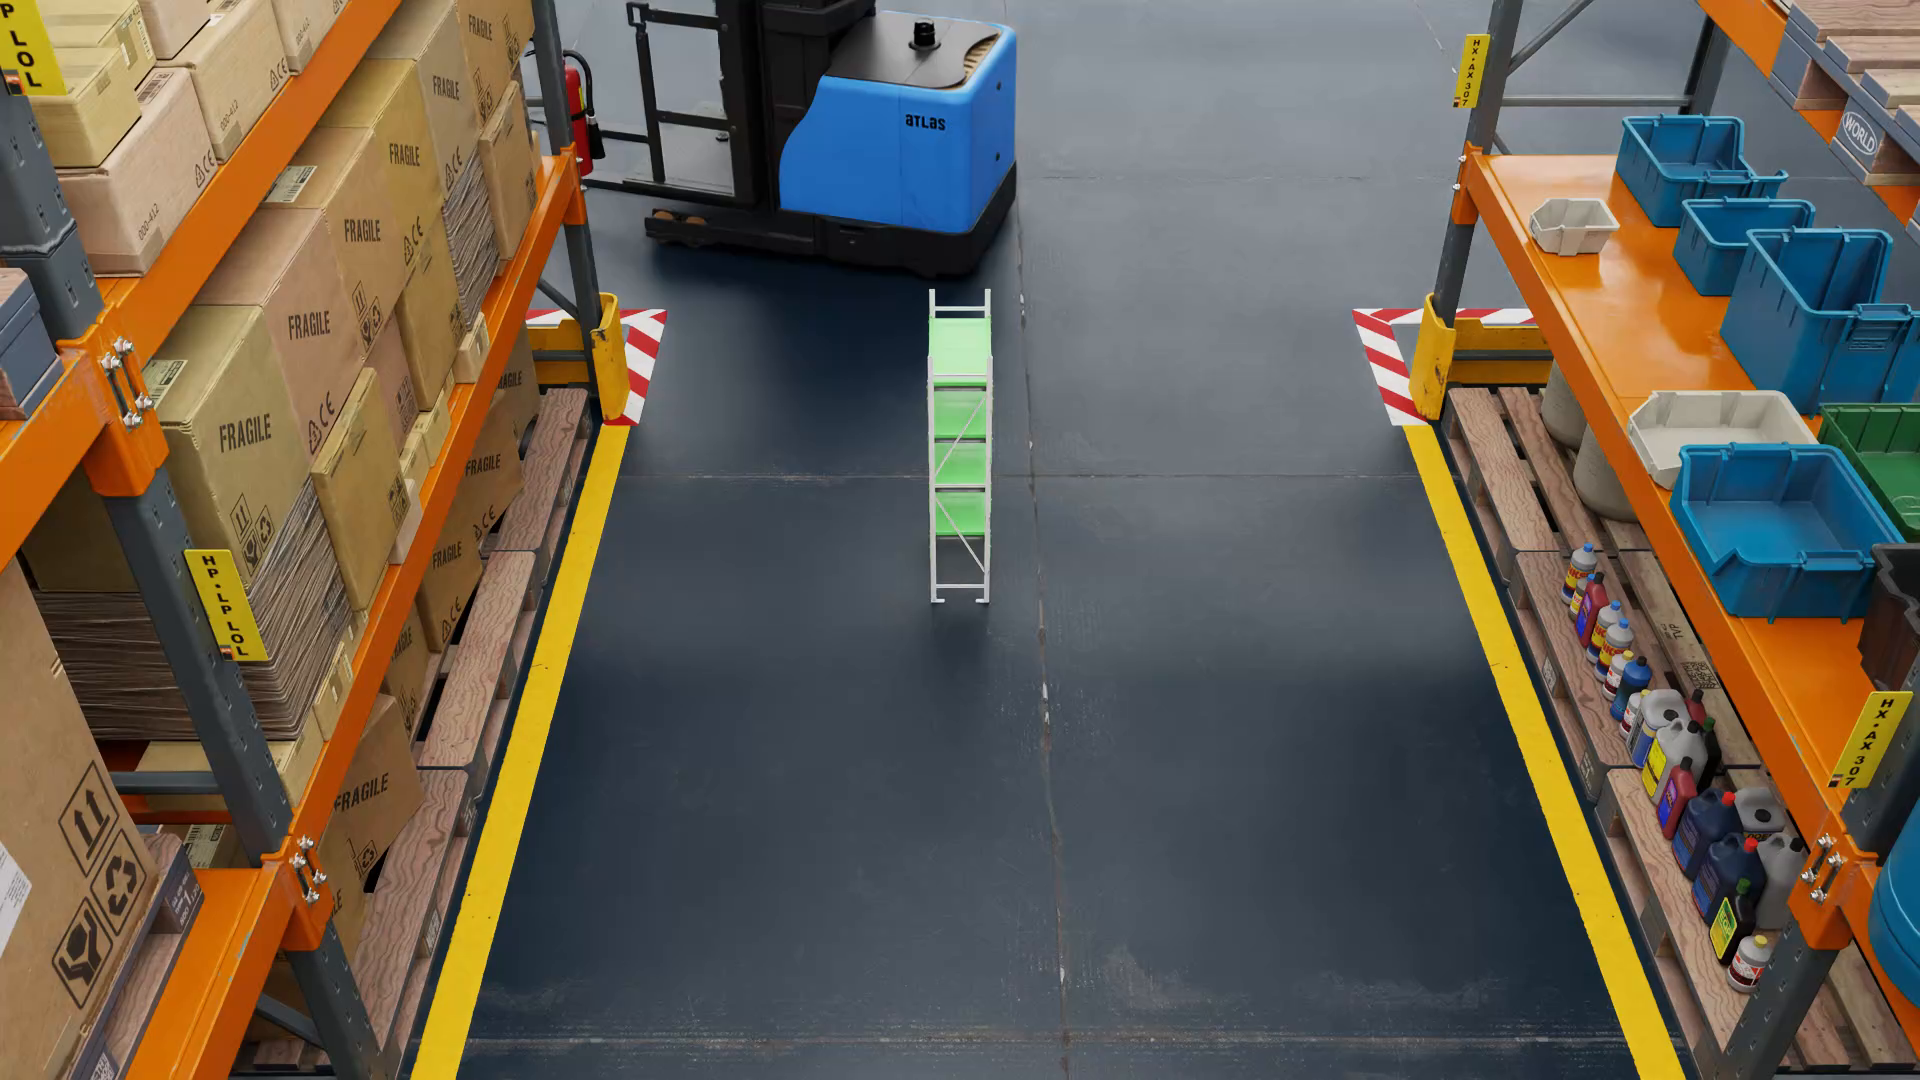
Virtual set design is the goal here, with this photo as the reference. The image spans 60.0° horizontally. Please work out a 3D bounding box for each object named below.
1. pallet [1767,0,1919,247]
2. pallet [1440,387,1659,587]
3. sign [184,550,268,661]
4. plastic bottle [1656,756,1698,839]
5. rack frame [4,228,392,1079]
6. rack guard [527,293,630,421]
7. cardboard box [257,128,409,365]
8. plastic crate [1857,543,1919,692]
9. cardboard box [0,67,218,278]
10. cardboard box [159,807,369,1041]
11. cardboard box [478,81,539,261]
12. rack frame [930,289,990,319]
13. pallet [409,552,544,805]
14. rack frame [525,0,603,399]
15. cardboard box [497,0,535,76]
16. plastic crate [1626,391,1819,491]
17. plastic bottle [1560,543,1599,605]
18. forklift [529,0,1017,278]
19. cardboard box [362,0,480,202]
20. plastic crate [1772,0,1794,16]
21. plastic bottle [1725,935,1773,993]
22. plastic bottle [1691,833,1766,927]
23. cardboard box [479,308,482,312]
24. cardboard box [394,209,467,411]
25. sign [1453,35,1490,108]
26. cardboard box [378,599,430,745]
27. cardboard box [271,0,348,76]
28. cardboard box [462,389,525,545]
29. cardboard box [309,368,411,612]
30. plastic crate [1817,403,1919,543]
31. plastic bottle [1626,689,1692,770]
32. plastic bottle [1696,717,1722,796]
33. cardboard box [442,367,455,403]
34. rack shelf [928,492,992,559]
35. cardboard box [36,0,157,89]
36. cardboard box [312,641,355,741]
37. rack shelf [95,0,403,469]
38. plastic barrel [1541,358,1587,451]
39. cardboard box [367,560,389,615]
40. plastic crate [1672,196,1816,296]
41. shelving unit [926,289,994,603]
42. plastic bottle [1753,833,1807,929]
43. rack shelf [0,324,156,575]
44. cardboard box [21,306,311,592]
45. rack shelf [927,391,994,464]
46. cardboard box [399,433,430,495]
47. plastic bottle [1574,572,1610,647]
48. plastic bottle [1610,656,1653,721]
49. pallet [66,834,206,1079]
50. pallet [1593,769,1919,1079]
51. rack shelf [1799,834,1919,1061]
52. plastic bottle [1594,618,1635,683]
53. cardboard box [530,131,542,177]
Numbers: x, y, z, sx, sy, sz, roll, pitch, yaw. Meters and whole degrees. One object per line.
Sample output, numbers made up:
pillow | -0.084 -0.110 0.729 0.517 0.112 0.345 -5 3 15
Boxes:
pallet | 2.652 -0.947 3.786 1.213 0.211 1.003 0 39 0
pallet | 2.788 -0.257 7.402 1.003 0.211 1.213 0 39 0
sign | -1.648 0.150 3.739 0.100 0.325 0.005 0 39 0
plastic bottle | 2.419 0.865 5.593 0.061 0.283 0.133 2 39 3
rack frame | -2.203 0.604 4.097 1.000 3.000 0.127 0 39 0
rack guard | -2.207 -0.874 7.941 1.175 0.500 0.348 0 39 0
cardboard box | -1.951 -0.848 4.792 0.500 0.500 0.500 0 39 0
plastic crate | 2.877 0.297 4.530 0.767 0.338 0.504 0 39 0
cardboard box | -1.947 -0.789 3.558 0.500 0.250 0.500 -1 39 -2
cardboard box | -2.163 1.166 5.060 0.500 0.500 0.500 -1 39 -1
cardboard box | -2.114 -1.396 6.275 0.875 0.500 0.500 0 39 0
rack frame | 0.000 -0.517 6.936 0.240 1.200 0.015 0 39 0
pallet | -2.243 0.508 6.448 1.003 0.211 1.213 0 39 0
rack frame | -2.208 -1.897 7.219 1.000 3.000 0.127 0 39 0
cardboard box | -1.960 -2.099 6.353 0.500 0.500 0.500 0 39 0
plastic crate | 2.495 -0.312 5.451 0.530 0.136 0.437 0 39 0
plastic bottle | 2.436 0.126 6.524 0.097 0.271 0.097 0 39 0
forklift | -1.253 -3.082 8.752 3.031 2.935 1.130 11 40 13
cardboard box | -1.955 -1.473 5.572 0.500 0.500 0.500 0 39 0
plastic crate | 2.344 -1.470 4.498 0.243 0.136 0.396 0 39 0
plastic bottle | 2.438 1.294 5.122 0.097 0.201 0.097 0 39 0
plastic bottle | 2.461 1.060 5.295 0.144 0.351 0.185 -1 39 -1
cardboard box | -1.983 -0.839 6.100 0.380 0.149 0.250 0 39 0
cardboard box | -2.168 -0.770 5.495 0.875 0.500 0.500 0 39 0
sign | 2.195 -2.011 7.140 0.100 0.325 0.005 0 39 0
cardboard box | -2.251 0.419 5.991 0.500 0.500 0.500 -3 39 -4
cardboard box | -1.943 -1.431 4.358 0.500 0.250 0.500 -1 39 -2
cardboard box | -2.189 -0.321 6.915 0.500 0.500 0.500 10 40 12
cardboard box | -2.107 -0.145 4.714 0.875 0.500 0.500 0 39 0
plastic crate | 3.031 -0.166 5.228 0.450 0.188 0.662 0 39 0
plastic bottle | 2.464 0.666 5.847 0.152 0.276 0.135 1 39 1
plastic bottle | 2.563 0.748 5.738 0.061 0.283 0.133 0 39 0
cardboard box | -1.963 -0.527 5.710 0.380 0.149 0.250 0 39 0
rack shelf | 0.000 -0.128 6.936 0.258 0.148 0.480 0 39 0
cardboard box | -1.964 -1.033 3.543 0.380 0.149 0.250 -2 39 -2
cardboard box | -1.890 0.411 4.539 0.380 0.149 0.250 0 39 0
rack shelf | -2.205 -1.536 4.945 1.077 0.370 4.000 0 39 0
plastic barrel | 2.823 -0.682 7.356 0.421 0.512 0.421 0 39 0
cardboard box | -1.927 0.099 4.929 0.380 0.149 0.250 0 39 0
plastic crate | 3.040 -1.124 6.373 0.499 0.251 0.408 0 39 0
shelving unit | 0.000 -0.365 6.746 0.258 1.200 0.503 0 39 0
plastic bottle | 2.605 1.060 5.295 0.144 0.351 0.185 0 39 0
rack shelf | -2.201 0.965 1.824 1.077 0.370 4.000 0 39 0
cardboard box | -1.949 -0.223 4.012 0.500 0.500 0.500 0 39 0
rack shelf | 0.000 -0.502 6.635 0.258 0.148 0.480 0 39 0
cardboard box | -1.928 -0.214 5.319 0.380 0.149 0.250 0 39 0
plastic bottle | 2.418 0.263 6.343 0.061 0.283 0.133 1 39 1
plastic bottle | 2.437 0.530 6.020 0.097 0.271 0.097 0 39 0
pallet | -2.348 1.157 3.561 1.003 0.211 1.213 0 39 0
pallet | 2.791 1.269 5.498 1.003 0.211 1.213 0 39 0
rack shelf | 2.752 2.132 2.766 1.077 0.370 4.000 0 39 0
plastic bottle | 2.436 0.403 6.178 0.097 0.271 0.097 0 39 0
cardboard box | -2.001 -1.621 7.075 0.380 0.149 0.250 0 39 0
